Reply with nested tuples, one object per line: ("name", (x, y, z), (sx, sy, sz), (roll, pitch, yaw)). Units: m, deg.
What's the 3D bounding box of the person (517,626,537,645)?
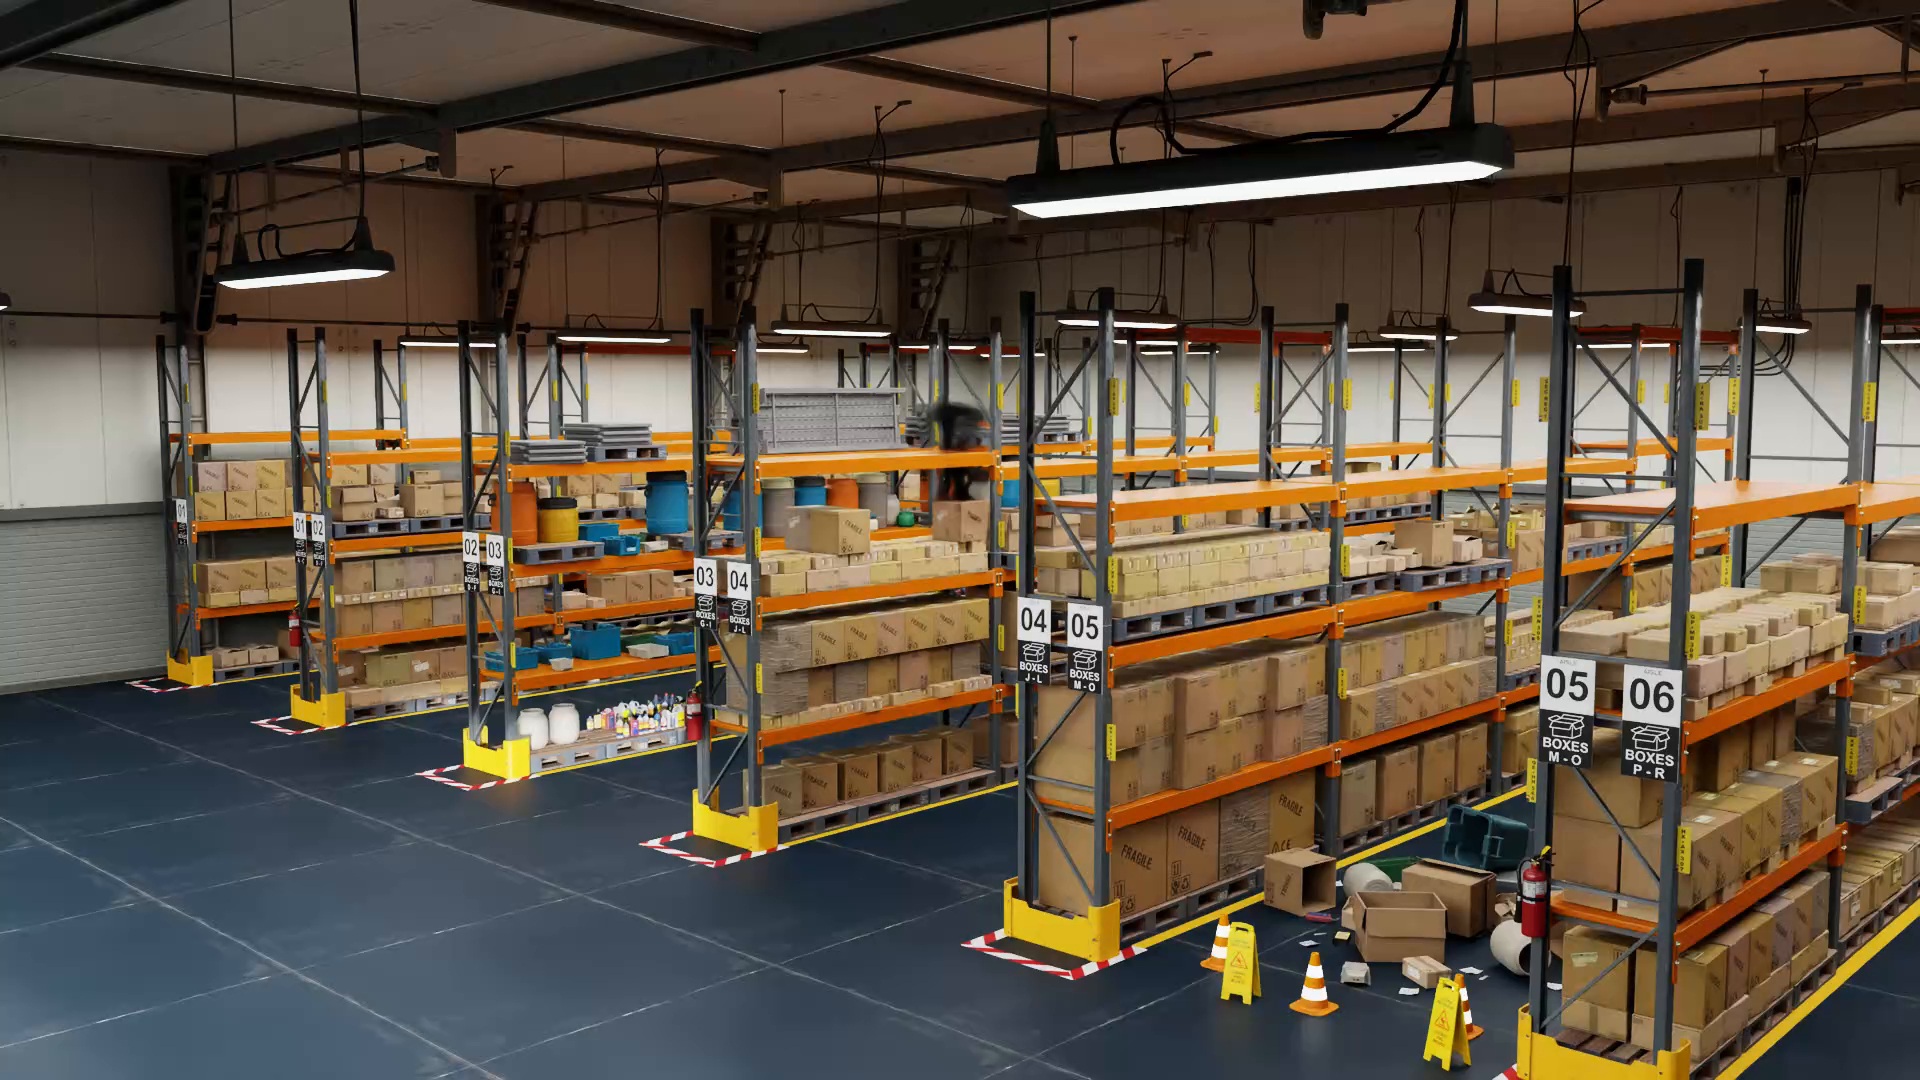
("person", (-8.066, 1.505, 30.859), (0.555, 1.547, 0.742), (2, 6, 23))
